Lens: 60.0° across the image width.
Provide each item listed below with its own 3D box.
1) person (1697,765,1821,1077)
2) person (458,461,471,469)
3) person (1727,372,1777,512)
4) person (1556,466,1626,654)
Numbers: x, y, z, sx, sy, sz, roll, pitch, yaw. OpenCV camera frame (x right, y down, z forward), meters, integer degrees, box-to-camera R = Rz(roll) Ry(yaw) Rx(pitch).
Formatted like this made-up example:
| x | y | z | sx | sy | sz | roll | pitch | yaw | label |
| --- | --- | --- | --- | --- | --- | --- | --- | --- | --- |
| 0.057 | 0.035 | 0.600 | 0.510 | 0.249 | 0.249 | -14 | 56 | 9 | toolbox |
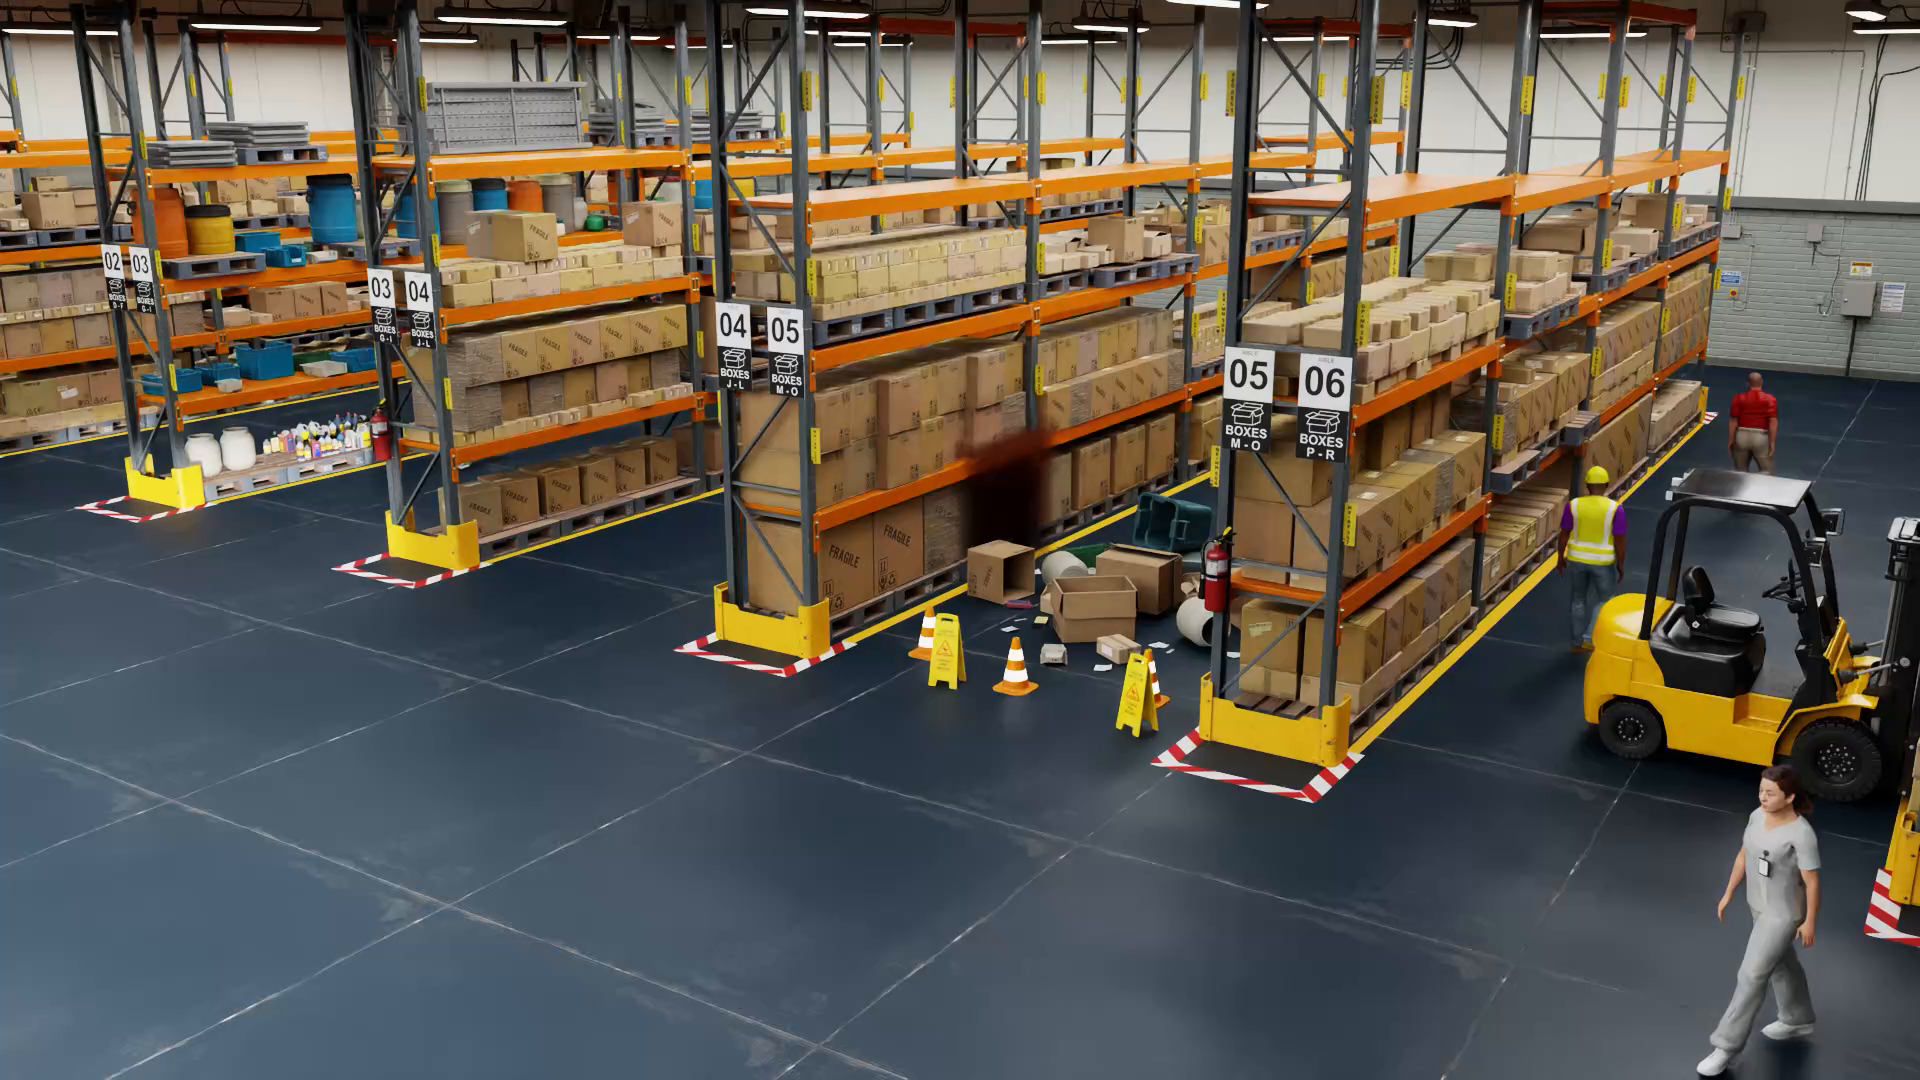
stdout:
| x | y | z | sx | sy | sz | roll | pitch | yaw | label |
| --- | --- | --- | --- | --- | --- | --- | --- | --- | --- |
| 4.337 | 1.993 | 8.942 | 0.851 | 1.650 | 0.490 | -2 | 16 | -8 | person |
| -6.623 | -1.809 | 22.745 | 0.497 | 1.550 | 0.928 | 4 | 16 | 14 | person |
| 9.629 | -1.168 | 20.210 | 0.608 | 1.722 | 0.533 | 12 | 19 | 36 | person |
| 5.774 | 0.202 | 15.235 | 0.594 | 1.765 | 0.548 | 9 | 18 | 30 | person |
